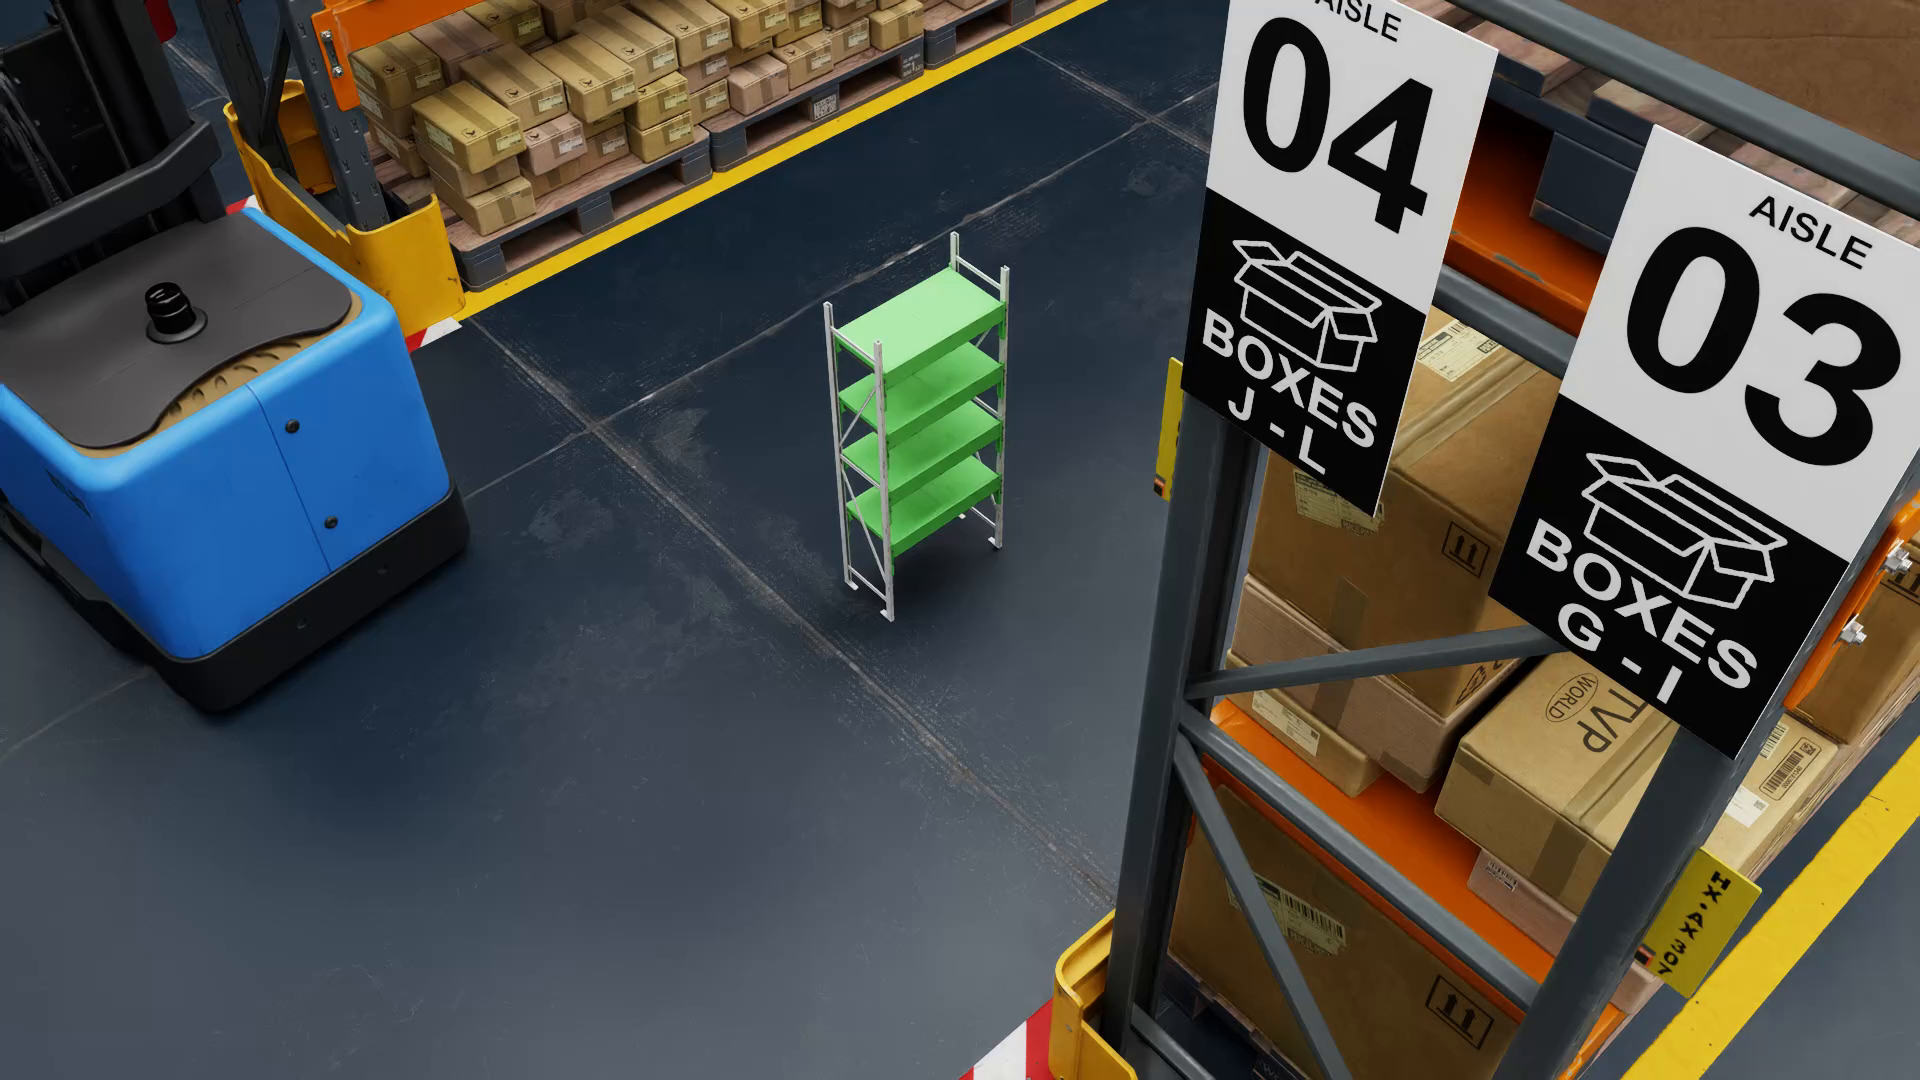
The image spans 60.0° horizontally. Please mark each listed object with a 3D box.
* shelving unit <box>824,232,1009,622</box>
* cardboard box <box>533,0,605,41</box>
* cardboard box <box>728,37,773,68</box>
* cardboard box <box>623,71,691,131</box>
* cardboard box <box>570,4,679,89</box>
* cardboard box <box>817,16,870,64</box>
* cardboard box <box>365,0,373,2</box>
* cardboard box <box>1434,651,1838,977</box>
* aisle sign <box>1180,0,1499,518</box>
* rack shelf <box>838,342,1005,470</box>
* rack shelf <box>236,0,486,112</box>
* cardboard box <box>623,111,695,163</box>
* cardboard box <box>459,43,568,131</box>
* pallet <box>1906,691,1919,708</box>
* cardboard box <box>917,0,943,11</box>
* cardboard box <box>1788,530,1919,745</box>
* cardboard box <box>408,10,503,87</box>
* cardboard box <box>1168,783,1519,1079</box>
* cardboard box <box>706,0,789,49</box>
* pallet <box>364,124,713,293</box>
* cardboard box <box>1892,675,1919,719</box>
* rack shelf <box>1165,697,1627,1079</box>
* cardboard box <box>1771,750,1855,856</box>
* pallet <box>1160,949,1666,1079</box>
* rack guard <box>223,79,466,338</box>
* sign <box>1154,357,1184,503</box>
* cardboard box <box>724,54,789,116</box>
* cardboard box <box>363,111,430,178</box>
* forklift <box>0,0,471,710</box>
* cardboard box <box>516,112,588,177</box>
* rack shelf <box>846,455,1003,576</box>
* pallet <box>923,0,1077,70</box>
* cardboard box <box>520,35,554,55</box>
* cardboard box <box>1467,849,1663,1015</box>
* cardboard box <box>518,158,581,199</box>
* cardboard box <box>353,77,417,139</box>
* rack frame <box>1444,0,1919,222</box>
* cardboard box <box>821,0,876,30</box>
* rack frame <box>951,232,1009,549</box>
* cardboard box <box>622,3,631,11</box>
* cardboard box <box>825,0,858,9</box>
[{"bbox_3d":[-0.122,-0.325,5.234,0.503,1.200,0.258,-34,56,-27],"label":"shelving unit"},{"bbox_3d":[-1.729,-2.307,7.086,0.250,0.149,0.380,-36,57,-28],"label":"cardboard box"},{"bbox_3d":[-1.025,-2.223,7.212,0.250,0.149,0.380,-31,54,-25],"label":"cardboard box"},{"bbox_3d":[-1.330,-1.884,6.899,0.250,0.149,0.380,-32,55,-26],"label":"cardboard box"},{"bbox_3d":[-1.376,-2.022,6.824,0.380,0.149,0.250,36,57,29],"label":"cardboard box"},{"bbox_3d":[-0.621,-2.316,7.500,0.250,0.149,0.380,-33,55,-27],"label":"cardboard box"},{"bbox_3d":[-2.055,-2.043,5.765,0.250,0.149,0.380,-34,56,-27],"label":"cardboard box"},{"bbox_3d":[1.283,0.461,3.184,0.500,0.250,0.500,-35,56,-28],"label":"cardboard box"},{"bbox_3d":[0.491,-0.408,2.317,0.004,0.787,0.394,-34,56,-27],"label":"aisle sign"},{"bbox_3d":[-0.122,-0.444,5.104,0.480,0.148,0.258,-34,56,-27],"label":"rack shelf"},{"bbox_3d":[-1.036,-2.891,6.866,4.000,0.370,1.077,-34,56,-27],"label":"rack shelf"},{"bbox_3d":[-1.332,-1.774,7.000,0.250,0.149,0.380,-33,55,-27],"label":"cardboard box"},{"bbox_3d":[-1.776,-1.799,6.618,0.250,0.149,0.380,-33,55,-27],"label":"cardboard box"},{"bbox_3d":[3.091,-0.097,5.696,1.213,0.211,1.003,-34,56,-27],"label":"pallet"},{"bbox_3d":[-0.294,-2.607,7.769,0.250,0.149,0.380,-35,56,-28],"label":"cardboard box"},{"bbox_3d":[1.653,-0.041,3.136,0.500,0.500,0.500,-35,56,-28],"label":"cardboard box"},{"bbox_3d":[-2.070,-2.016,6.818,0.250,0.149,0.380,-33,55,-26],"label":"cardboard box"},{"bbox_3d":[1.166,0.819,4.113,0.875,0.875,0.875,-34,56,-27],"label":"cardboard box"},{"bbox_3d":[-0.939,-2.259,7.043,0.250,0.149,0.380,-33,55,-27],"label":"cardboard box"},{"bbox_3d":[-1.835,-1.620,7.101,1.213,0.211,1.003,-34,56,-27],"label":"pallet"},{"bbox_3d":[1.990,0.181,3.713,0.250,0.149,0.380,-35,56,-28],"label":"cardboard box"},{"bbox_3d":[2.226,-0.144,4.331,4.000,0.370,1.077,-34,56,-27],"label":"rack shelf"},{"bbox_3d":[1.609,0.436,3.478,0.250,0.149,0.380,-35,56,-28],"label":"cardboard box"},{"bbox_3d":[1.285,1.109,4.583,1.213,0.211,1.003,-34,56,-27],"label":"pallet"},{"bbox_3d":[-2.459,-1.336,6.642,0.348,0.500,1.175,-34,56,-27],"label":"rack guard"},{"bbox_3d":[0.392,-0.174,2.920,0.005,0.325,0.100,-34,56,-27],"label":"sign"},{"bbox_3d":[-0.965,-2.028,7.234,0.380,0.149,0.250,36,57,29],"label":"cardboard box"},{"bbox_3d":[-2.266,-1.695,6.927,0.250,0.149,0.380,-33,55,-27],"label":"cardboard box"},{"bbox_3d":[-3.111,-1.404,5.051,3.031,2.935,1.130,33,55,26],"label":"forklift"},{"bbox_3d":[-1.715,-1.647,6.680,0.250,0.149,0.380,-34,56,-27],"label":"cardboard box"},{"bbox_3d":[-0.122,-0.119,5.457,0.480,0.148,0.258,-34,56,-27],"label":"rack shelf"},{"bbox_3d":[-0.029,-2.827,8.215,1.213,0.211,1.003,-34,56,-27],"label":"pallet"},{"bbox_3d":[-1.934,-2.096,7.095,0.250,0.149,0.380,-36,57,-28],"label":"cardboard box"},{"bbox_3d":[1.231,0.690,3.243,0.250,0.149,0.380,-33,55,-27],"label":"cardboard box"},{"bbox_3d":[-1.774,-1.580,6.821,0.250,0.149,0.380,-34,56,-27],"label":"cardboard box"},{"bbox_3d":[-2.317,-1.839,6.857,0.250,0.149,0.380,-35,56,-28],"label":"cardboard box"},{"bbox_3d":[0.746,-1.433,0.950,0.127,3.000,1.000,-34,56,-27],"label":"rack frame"},{"bbox_3d":[-0.592,-2.460,7.431,0.380,0.149,0.250,36,57,29],"label":"cardboard box"},{"bbox_3d":[0.058,-0.446,5.345,0.015,1.200,0.240,-34,56,-27],"label":"rack frame"},{"bbox_3d":[-1.559,-2.359,7.338,0.250,0.149,0.380,-33,55,-27],"label":"cardboard box"},{"bbox_3d":[-0.560,-2.499,7.264,0.250,0.149,0.380,-36,57,-28],"label":"cardboard box"}]
